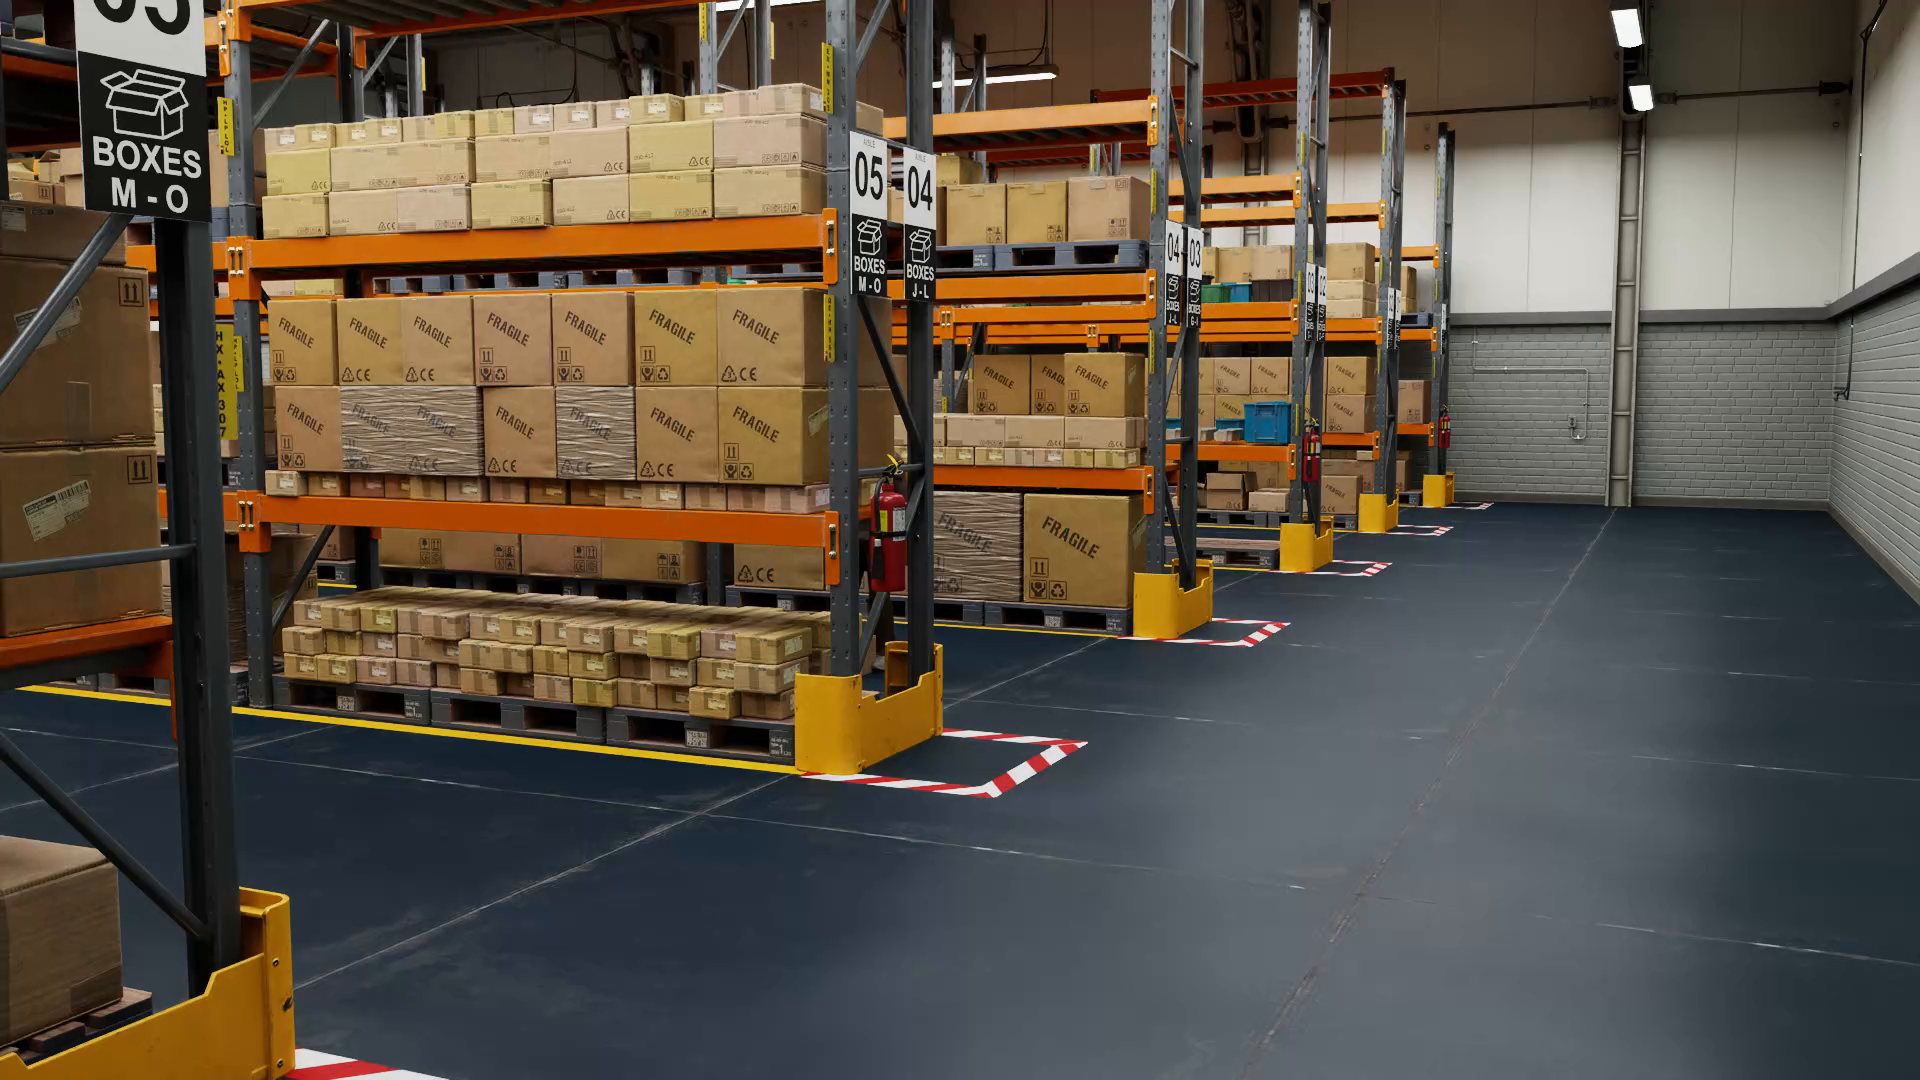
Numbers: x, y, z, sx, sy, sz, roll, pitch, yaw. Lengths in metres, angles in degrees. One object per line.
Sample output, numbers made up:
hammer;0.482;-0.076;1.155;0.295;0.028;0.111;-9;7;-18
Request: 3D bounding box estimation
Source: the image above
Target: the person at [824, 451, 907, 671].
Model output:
person;-0.650;0.000;11.463;0.643;1.774;0.423;2;6;24
